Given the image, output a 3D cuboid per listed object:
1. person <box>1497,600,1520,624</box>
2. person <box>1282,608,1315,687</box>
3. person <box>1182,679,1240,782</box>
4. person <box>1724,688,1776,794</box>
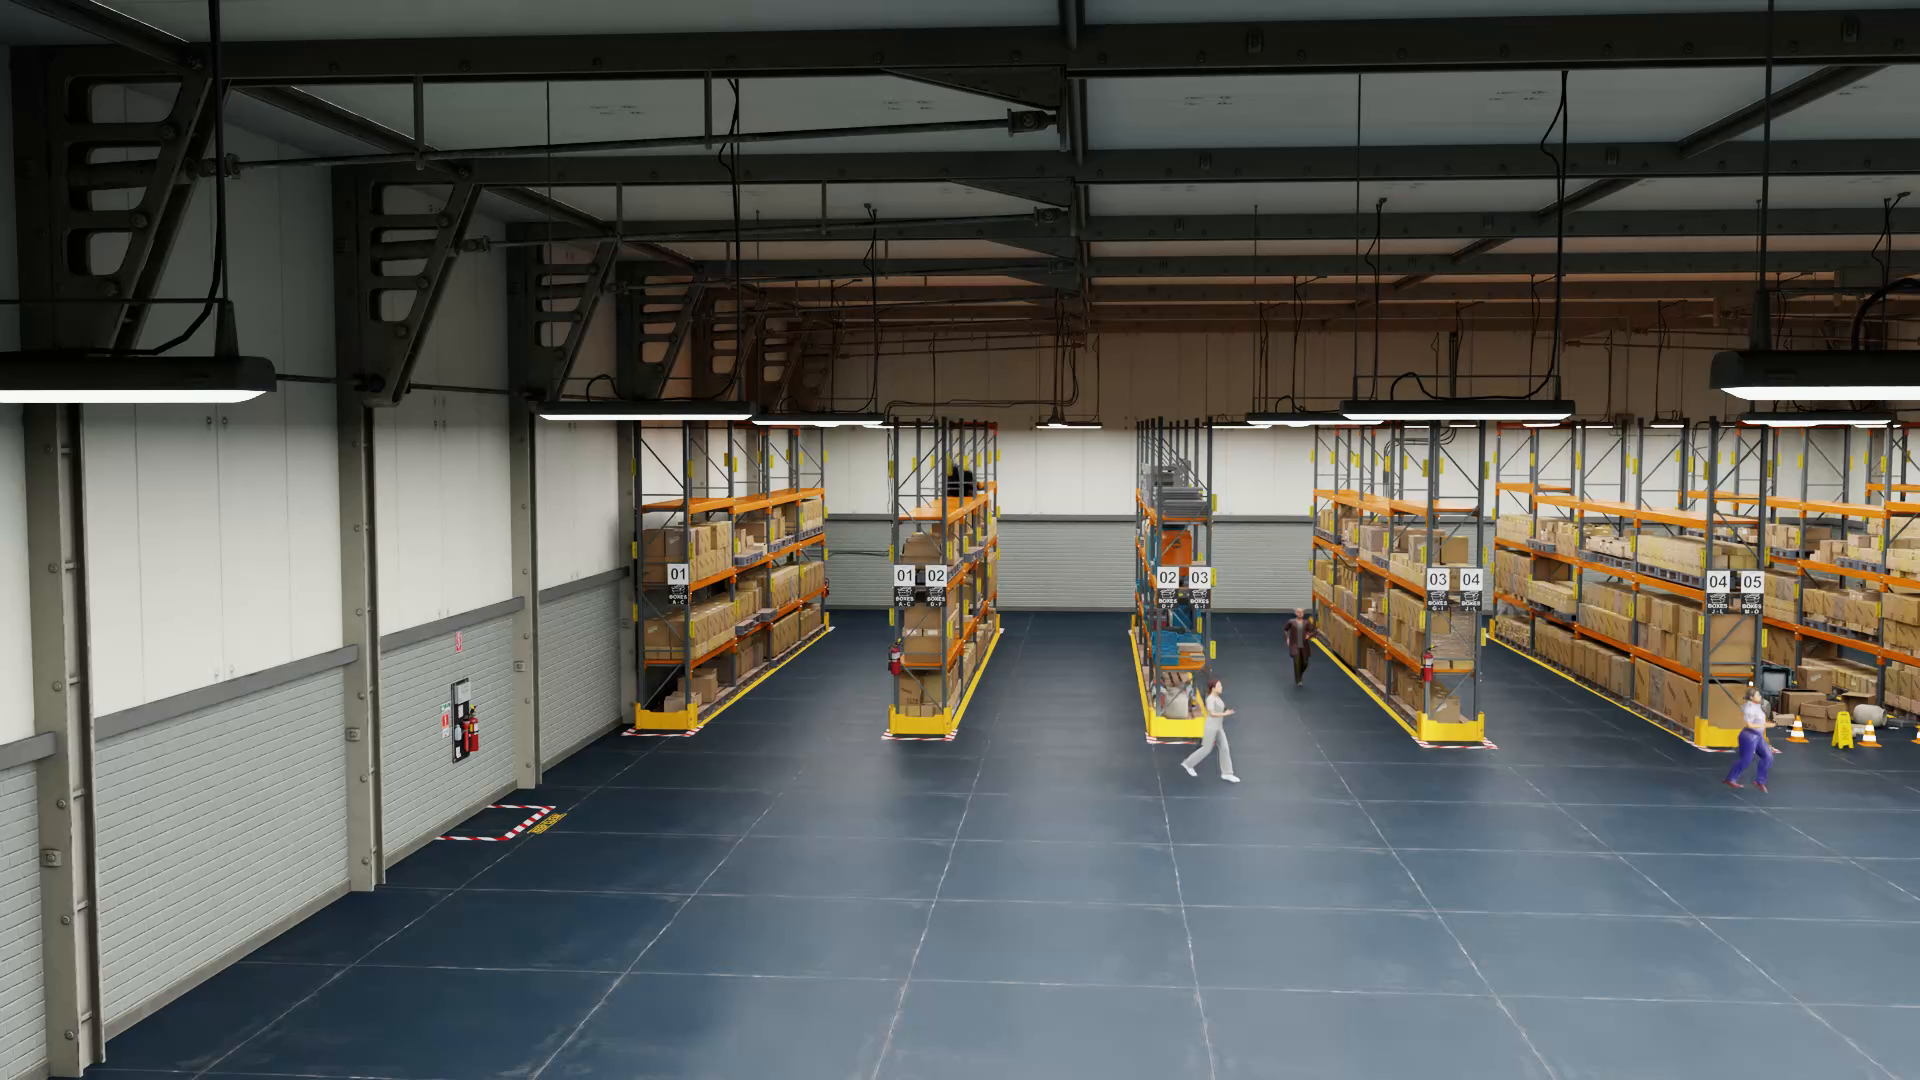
[{"bbox_3d":[15.666,1.820,47.355,1.020,1.696,0.549,0,4,-1],"label":"person"},{"bbox_3d":[7.641,2.400,37.498,0.720,1.747,0.916,0,4,3],"label":"person"},{"bbox_3d":[4.109,3.084,27.139,0.967,1.662,0.560,2,4,28],"label":"person"},{"bbox_3d":[12.534,3.238,26.353,0.746,1.619,0.583,3,5,41],"label":"person"}]
